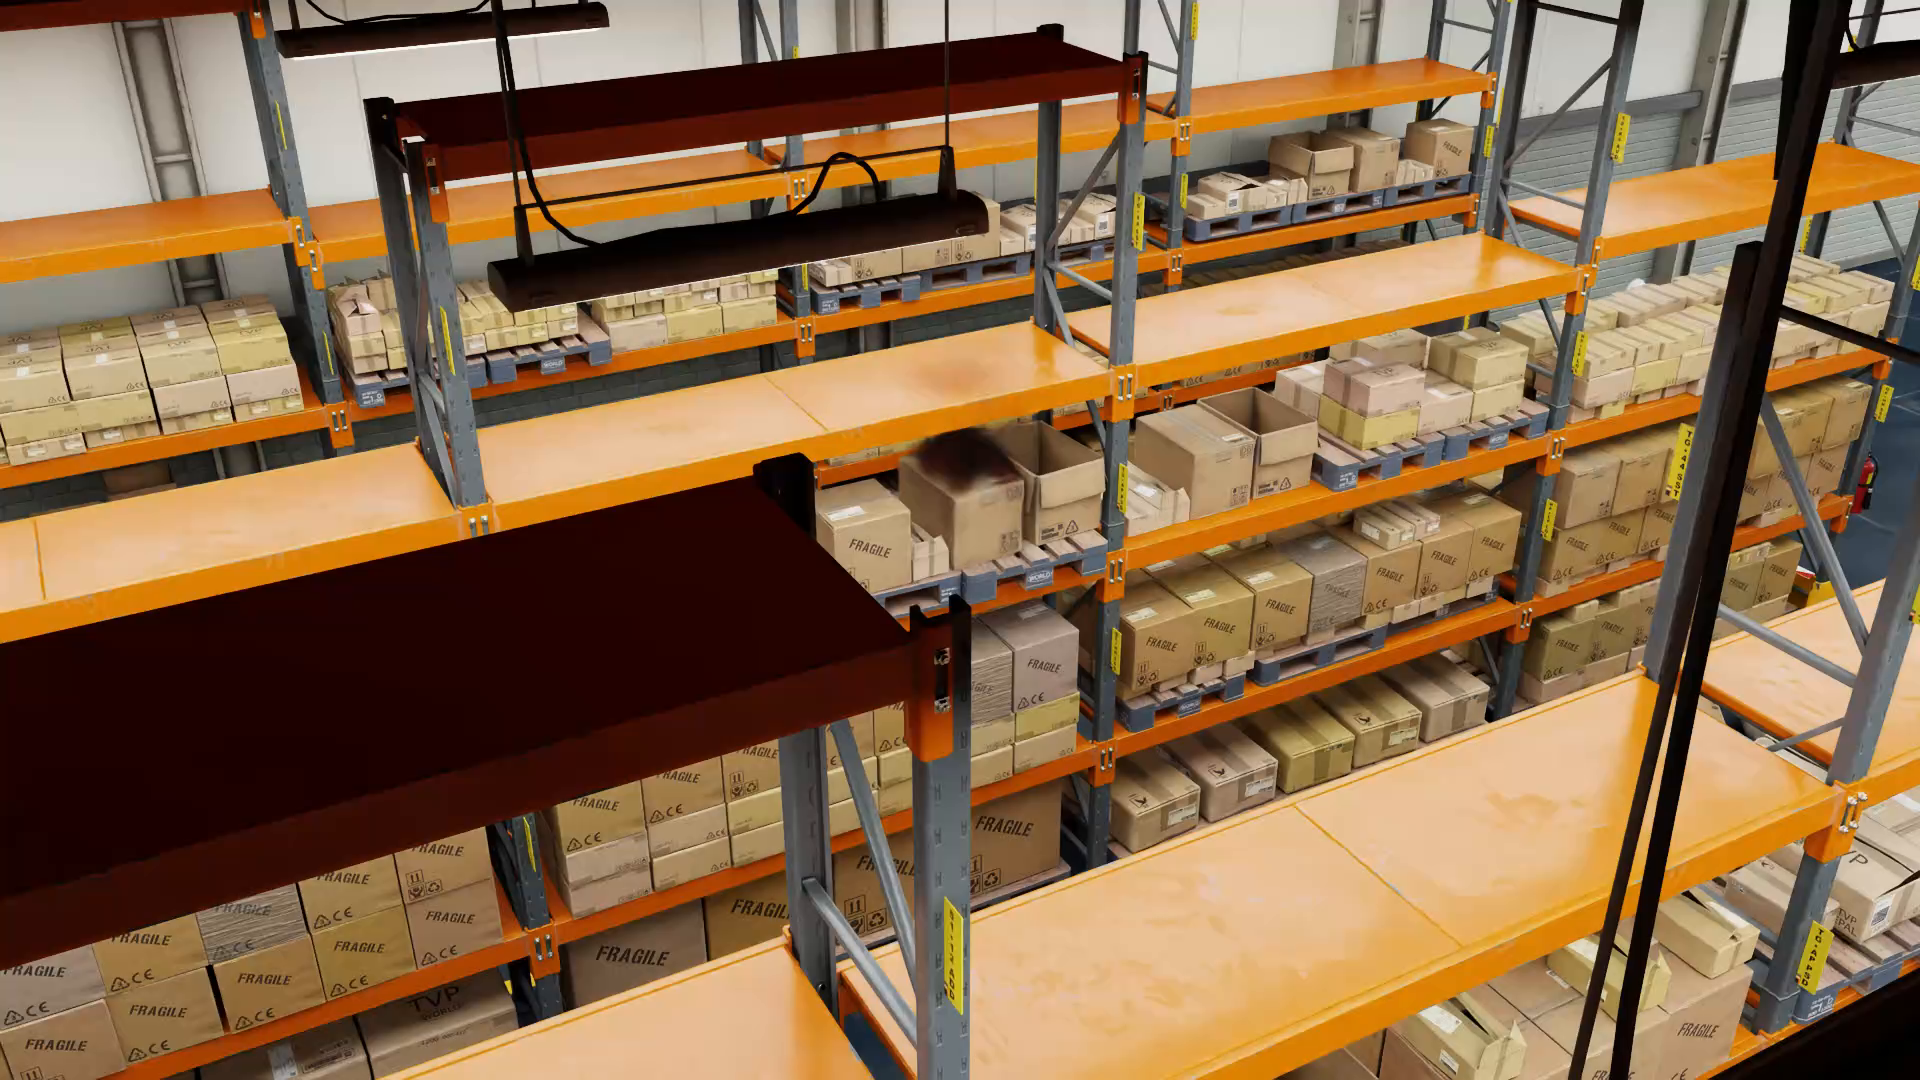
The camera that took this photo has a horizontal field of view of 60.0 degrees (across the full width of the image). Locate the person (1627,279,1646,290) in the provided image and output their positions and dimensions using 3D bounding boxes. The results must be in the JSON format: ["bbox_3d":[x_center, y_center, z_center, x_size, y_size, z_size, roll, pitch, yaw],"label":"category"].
[{"bbox_3d":[7.660,-2.141,19.119,0.578,1.777,0.420,-20,34,-32],"label":"person"}]
